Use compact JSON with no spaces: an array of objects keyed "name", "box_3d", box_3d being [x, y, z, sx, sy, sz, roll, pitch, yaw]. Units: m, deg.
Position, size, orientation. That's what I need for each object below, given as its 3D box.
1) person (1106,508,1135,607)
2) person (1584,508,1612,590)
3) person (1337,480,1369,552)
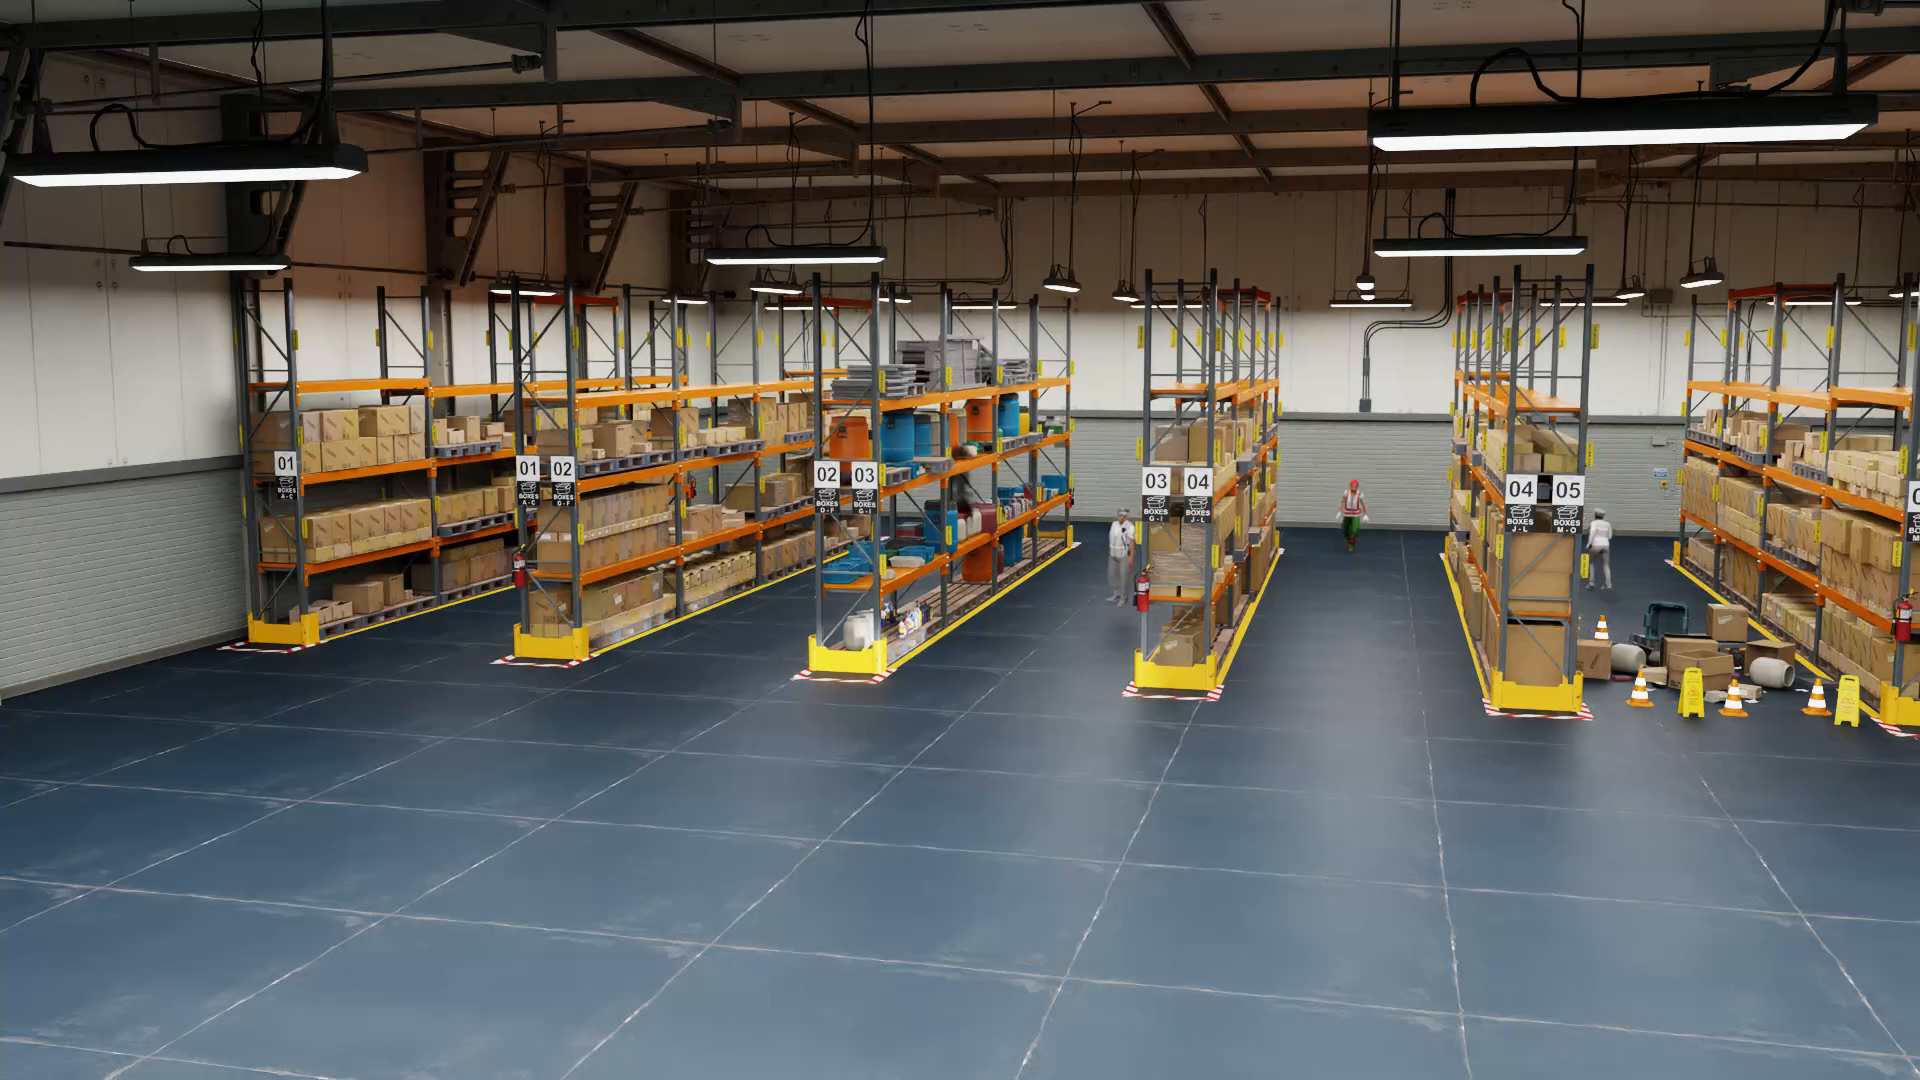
[{"name":"person","box_3d":[2.870,0.300,29.682,0.642,1.788,0.486,6,9,42]},{"name":"person","box_3d":[12.814,0.205,33.302,0.597,1.657,0.941,0,7,1]},{"name":"person","box_3d":[9.355,-0.591,39.579,0.707,1.723,0.802,3,7,21]}]
